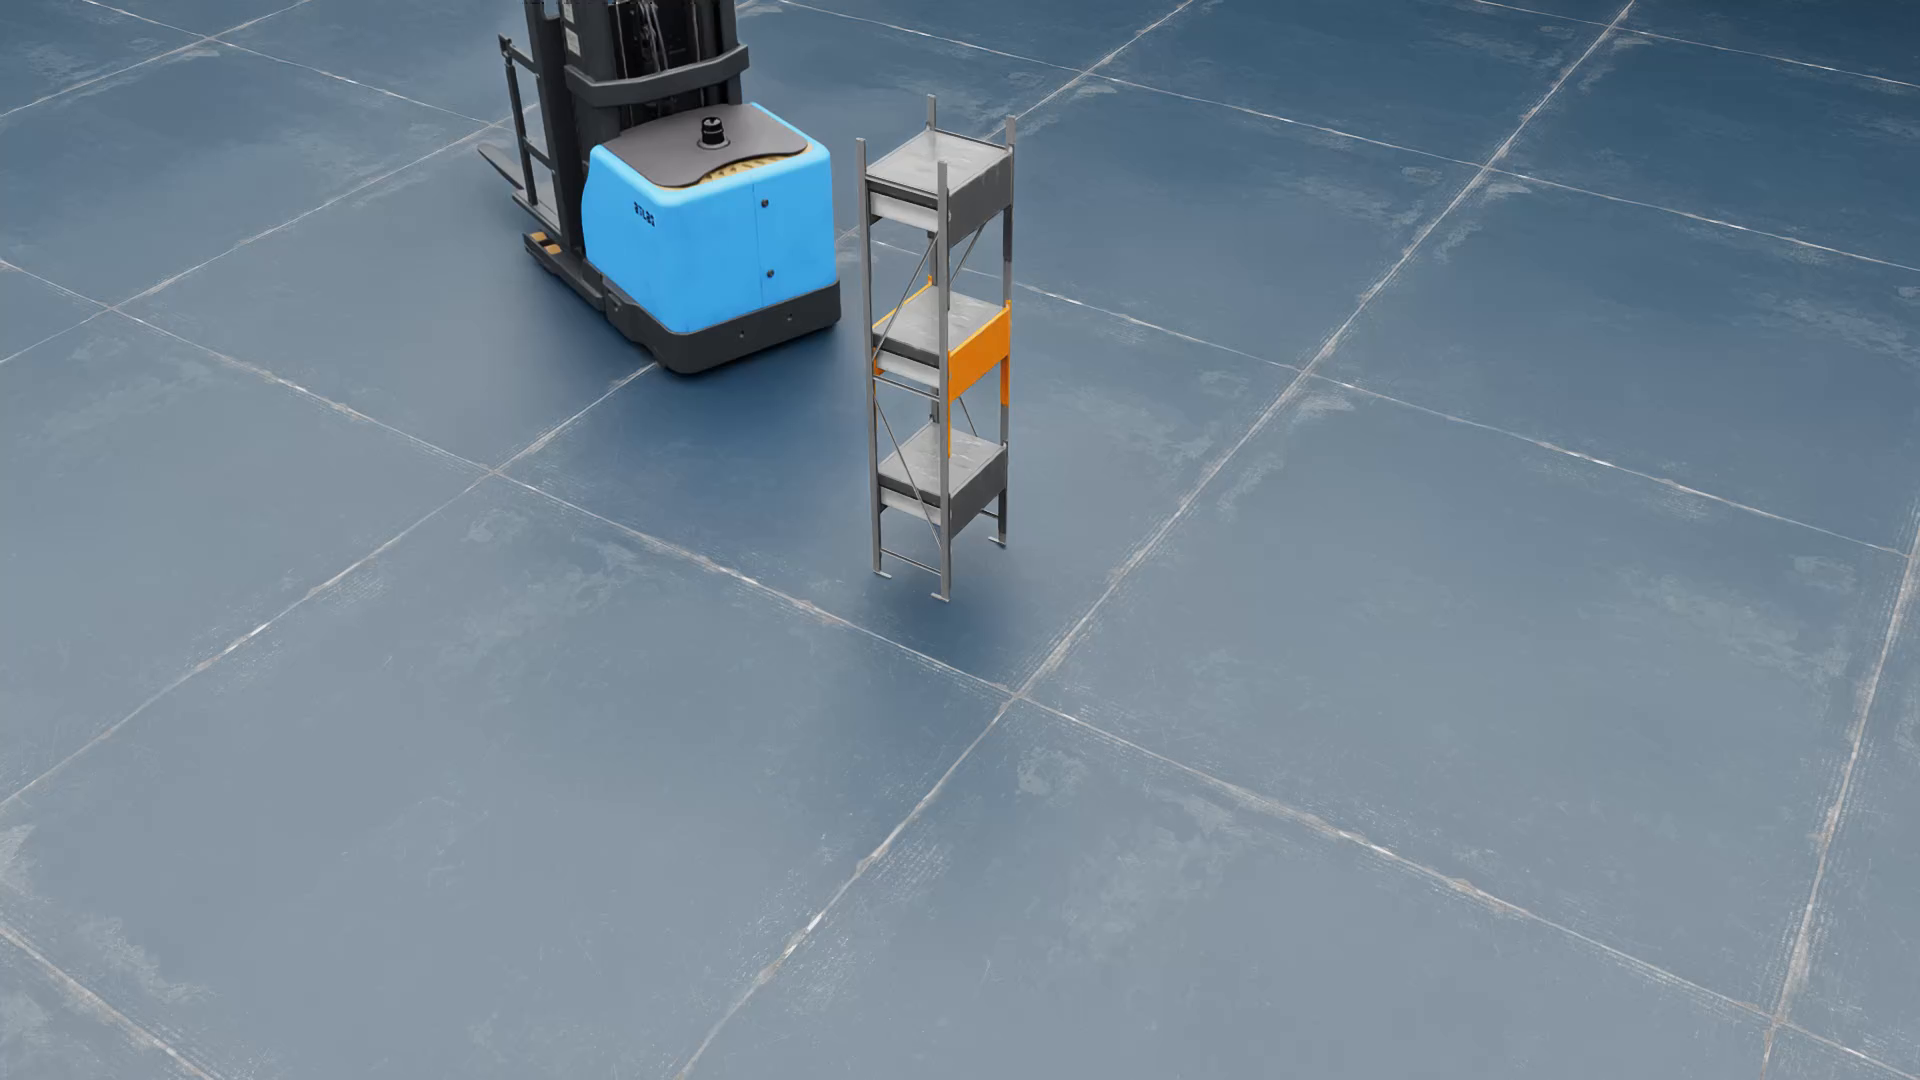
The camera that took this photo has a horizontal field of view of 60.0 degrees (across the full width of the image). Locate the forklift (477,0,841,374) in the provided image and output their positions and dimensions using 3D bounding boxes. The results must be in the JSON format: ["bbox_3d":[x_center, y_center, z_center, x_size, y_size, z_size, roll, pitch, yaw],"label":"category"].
[{"bbox_3d":[-1.936,-2.890,9.098,1.130,2.935,3.031,-24,44,-28],"label":"forklift"}]

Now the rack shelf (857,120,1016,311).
[{"bbox_3d":[-0.089,-1.290,6.579,0.431,0.518,0.480,21,42,25],"label":"rack shelf"}]

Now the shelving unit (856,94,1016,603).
[{"bbox_3d":[-0.089,-0.746,6.998,0.431,2.100,0.503,21,42,25],"label":"shelving unit"}]

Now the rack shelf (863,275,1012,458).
[{"bbox_3d":[-0.089,-0.735,7.007,0.431,0.518,0.480,21,42,25],"label":"rack shelf"}]

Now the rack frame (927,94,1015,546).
[{"bbox_3d":[0.042,-0.872,7.161,0.400,2.100,0.015,21,42,25],"label":"rack frame"}]

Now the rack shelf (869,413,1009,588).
[{"bbox_3d":[-0.089,-0.181,7.434,0.431,0.518,0.480,21,42,25],"label":"rack shelf"}]

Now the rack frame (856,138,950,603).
[{"bbox_3d":[-0.219,-0.620,6.835,0.400,2.100,0.015,21,42,25],"label":"rack frame"}]
